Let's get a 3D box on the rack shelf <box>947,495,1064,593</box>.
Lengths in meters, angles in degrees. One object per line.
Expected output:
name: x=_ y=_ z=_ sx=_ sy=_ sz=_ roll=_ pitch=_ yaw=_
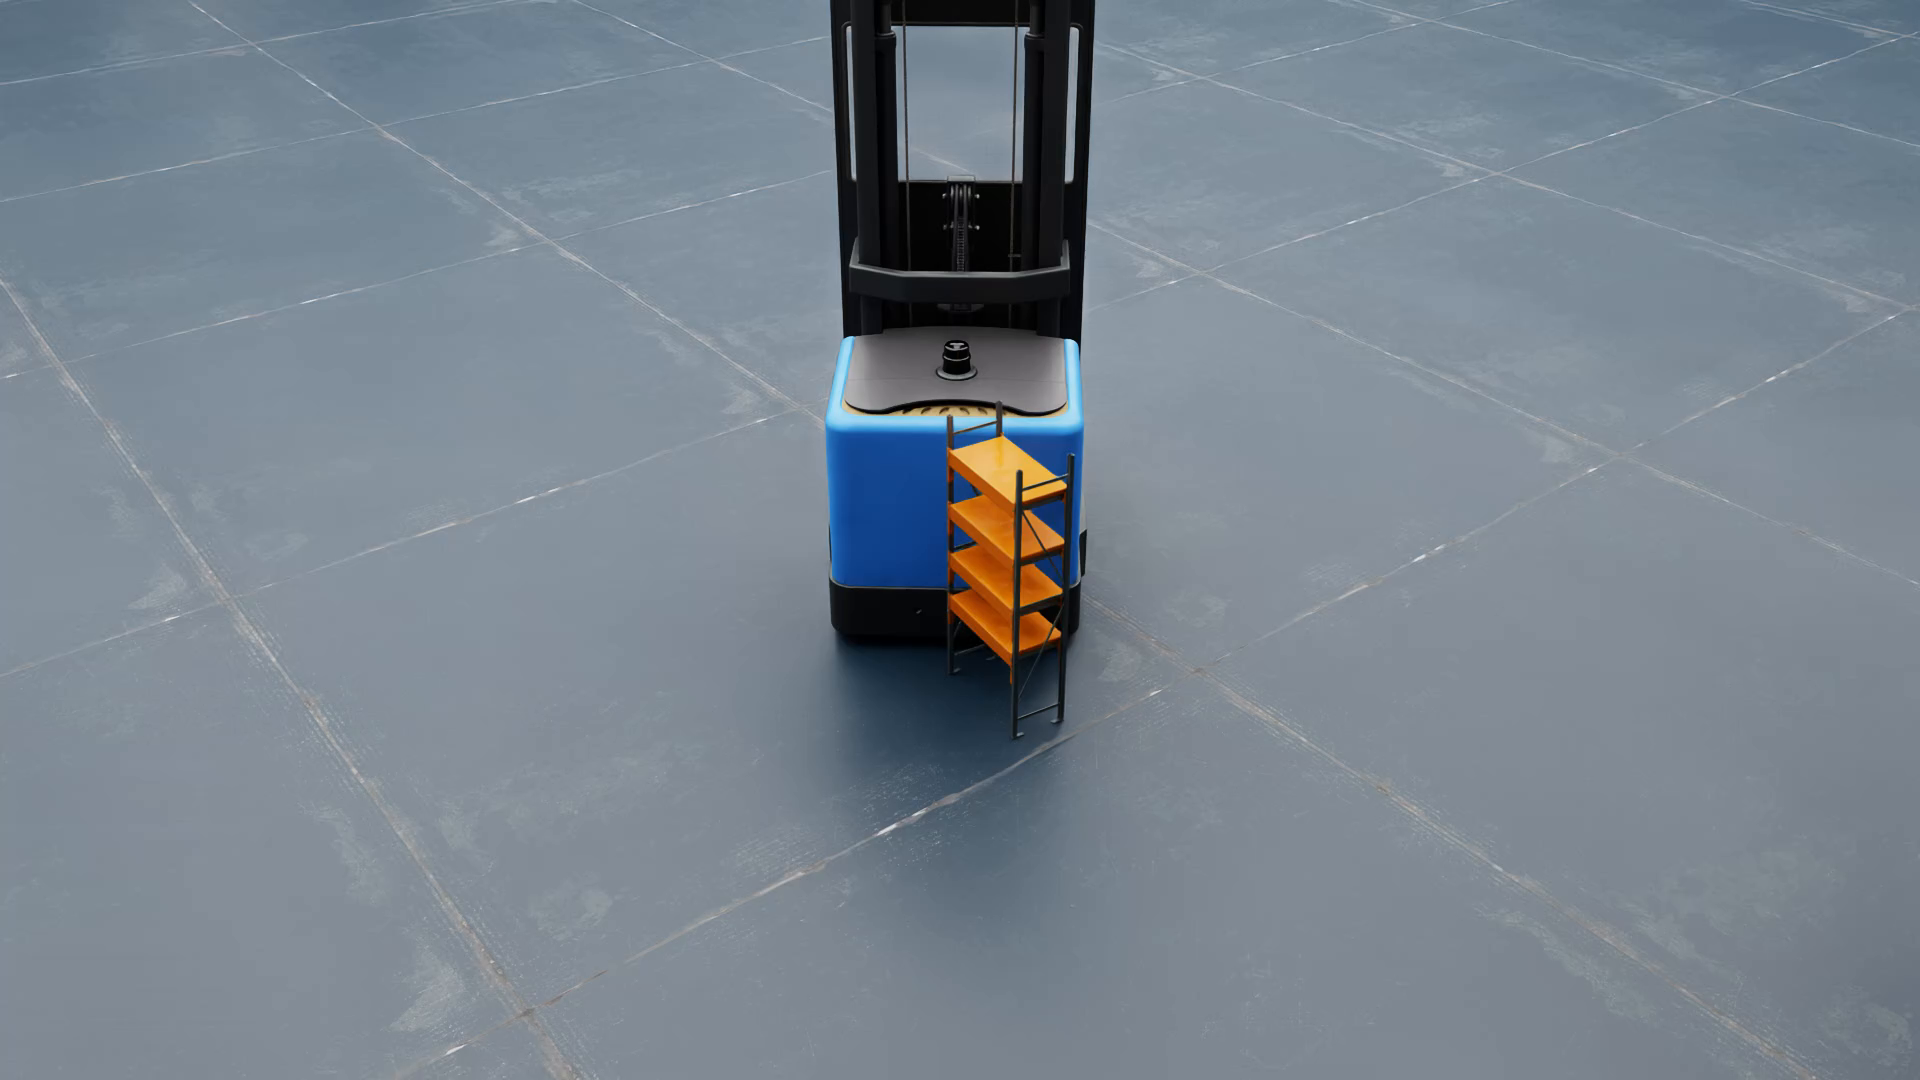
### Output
rack shelf: x=0.180 y=-0.009 z=6.331 sx=0.258 sy=0.148 sz=0.480 roll=-17 pitch=36 yaw=-26

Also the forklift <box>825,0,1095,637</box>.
forklift: x=0.018 y=-1.577 z=7.510 sx=1.130 sy=2.935 sz=3.031 roll=1 pitch=32 yaw=1

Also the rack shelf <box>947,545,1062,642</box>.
rack shelf: x=0.180 y=0.181 z=6.450 sx=0.258 sy=0.148 sz=0.480 roll=-17 pitch=36 yaw=-26

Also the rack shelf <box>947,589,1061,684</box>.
rack shelf: x=0.180 y=0.349 z=6.554 sx=0.258 sy=0.148 sz=0.480 roll=-17 pitch=36 yaw=-26

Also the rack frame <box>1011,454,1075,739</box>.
rack frame: x=0.305 y=0.234 z=6.236 sx=0.240 sy=1.200 sz=0.015 roll=-17 pitch=36 yaw=-26

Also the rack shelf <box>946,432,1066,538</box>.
rack shelf: x=0.180 y=-0.210 z=6.207 sx=0.258 sy=0.148 sz=0.480 roll=-17 pitch=36 yaw=-26

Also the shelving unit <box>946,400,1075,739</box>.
shelving unit: x=0.180 y=0.123 z=6.414 sx=0.258 sy=1.200 sz=0.503 roll=-17 pitch=36 yaw=-26

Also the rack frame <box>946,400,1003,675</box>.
rack frame: x=0.056 y=0.013 z=6.592 sx=0.240 sy=1.200 sz=0.015 roll=-17 pitch=36 yaw=-26
